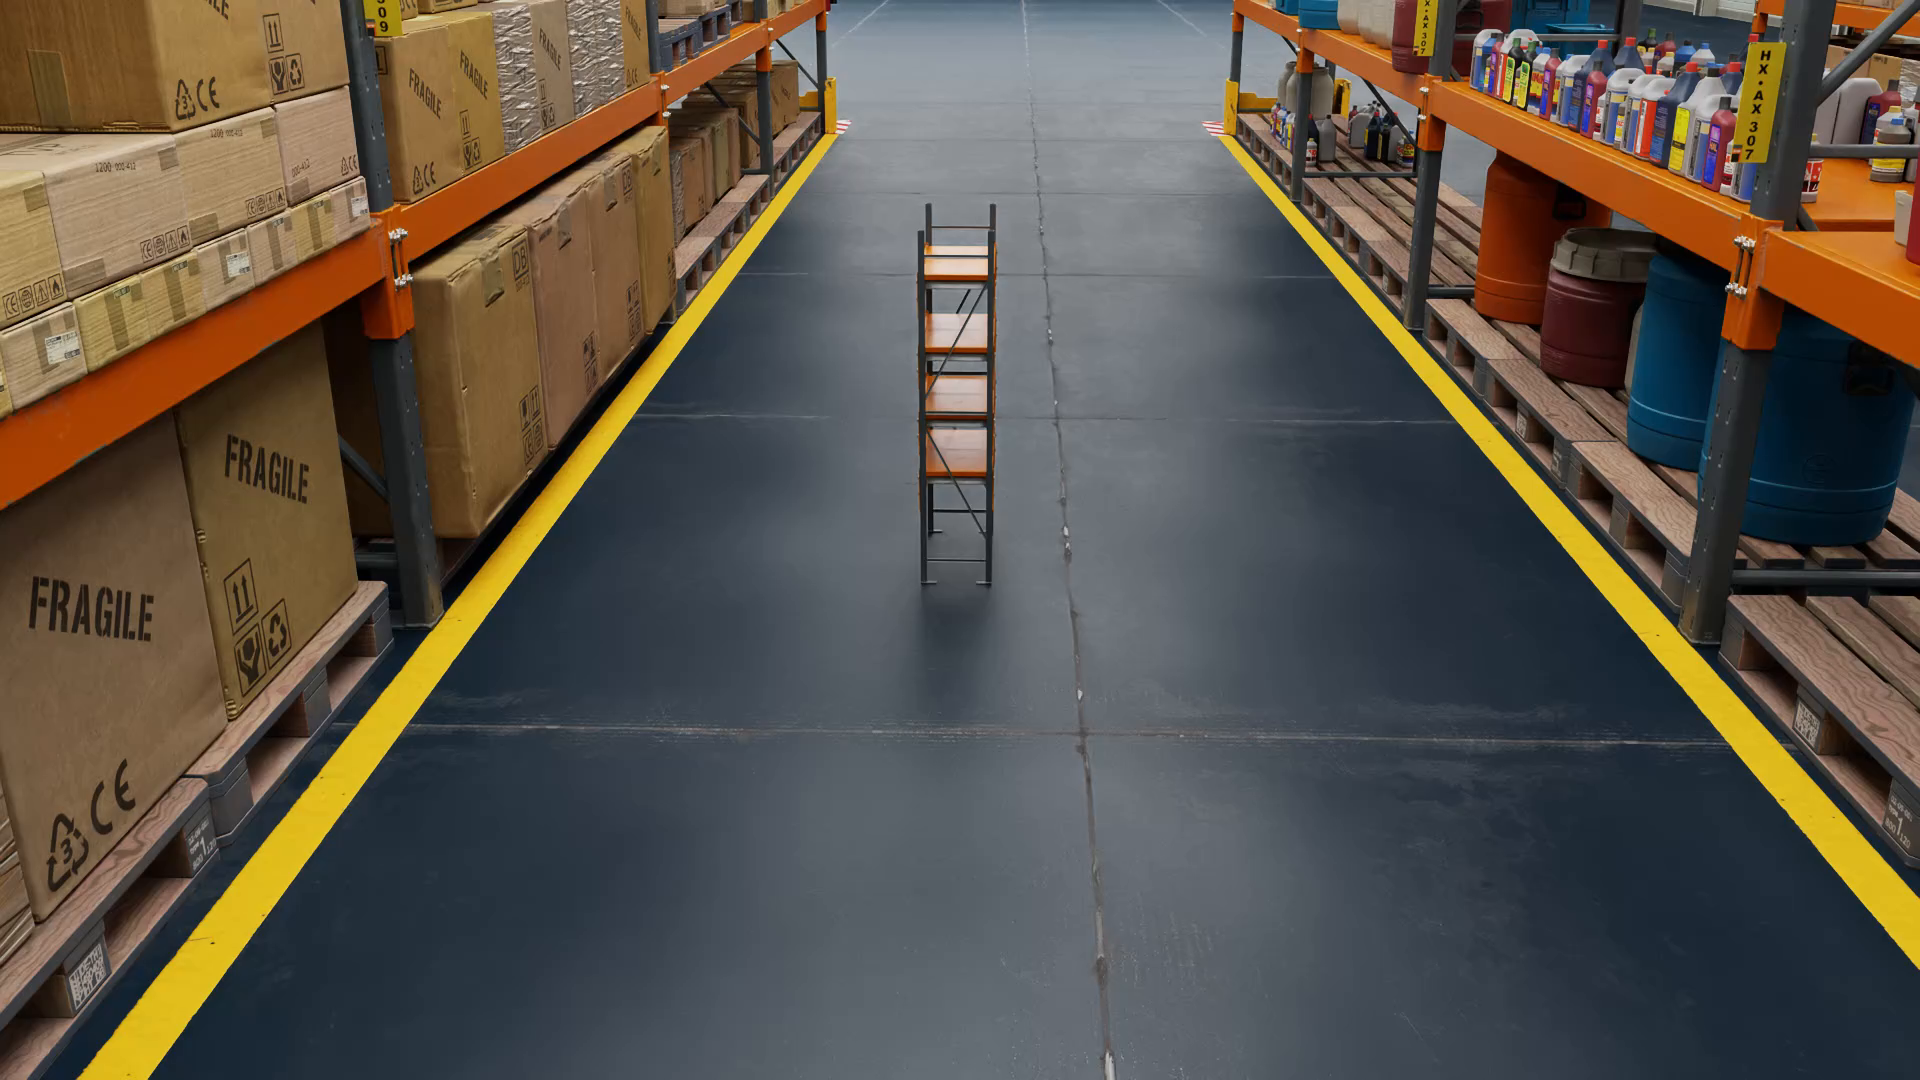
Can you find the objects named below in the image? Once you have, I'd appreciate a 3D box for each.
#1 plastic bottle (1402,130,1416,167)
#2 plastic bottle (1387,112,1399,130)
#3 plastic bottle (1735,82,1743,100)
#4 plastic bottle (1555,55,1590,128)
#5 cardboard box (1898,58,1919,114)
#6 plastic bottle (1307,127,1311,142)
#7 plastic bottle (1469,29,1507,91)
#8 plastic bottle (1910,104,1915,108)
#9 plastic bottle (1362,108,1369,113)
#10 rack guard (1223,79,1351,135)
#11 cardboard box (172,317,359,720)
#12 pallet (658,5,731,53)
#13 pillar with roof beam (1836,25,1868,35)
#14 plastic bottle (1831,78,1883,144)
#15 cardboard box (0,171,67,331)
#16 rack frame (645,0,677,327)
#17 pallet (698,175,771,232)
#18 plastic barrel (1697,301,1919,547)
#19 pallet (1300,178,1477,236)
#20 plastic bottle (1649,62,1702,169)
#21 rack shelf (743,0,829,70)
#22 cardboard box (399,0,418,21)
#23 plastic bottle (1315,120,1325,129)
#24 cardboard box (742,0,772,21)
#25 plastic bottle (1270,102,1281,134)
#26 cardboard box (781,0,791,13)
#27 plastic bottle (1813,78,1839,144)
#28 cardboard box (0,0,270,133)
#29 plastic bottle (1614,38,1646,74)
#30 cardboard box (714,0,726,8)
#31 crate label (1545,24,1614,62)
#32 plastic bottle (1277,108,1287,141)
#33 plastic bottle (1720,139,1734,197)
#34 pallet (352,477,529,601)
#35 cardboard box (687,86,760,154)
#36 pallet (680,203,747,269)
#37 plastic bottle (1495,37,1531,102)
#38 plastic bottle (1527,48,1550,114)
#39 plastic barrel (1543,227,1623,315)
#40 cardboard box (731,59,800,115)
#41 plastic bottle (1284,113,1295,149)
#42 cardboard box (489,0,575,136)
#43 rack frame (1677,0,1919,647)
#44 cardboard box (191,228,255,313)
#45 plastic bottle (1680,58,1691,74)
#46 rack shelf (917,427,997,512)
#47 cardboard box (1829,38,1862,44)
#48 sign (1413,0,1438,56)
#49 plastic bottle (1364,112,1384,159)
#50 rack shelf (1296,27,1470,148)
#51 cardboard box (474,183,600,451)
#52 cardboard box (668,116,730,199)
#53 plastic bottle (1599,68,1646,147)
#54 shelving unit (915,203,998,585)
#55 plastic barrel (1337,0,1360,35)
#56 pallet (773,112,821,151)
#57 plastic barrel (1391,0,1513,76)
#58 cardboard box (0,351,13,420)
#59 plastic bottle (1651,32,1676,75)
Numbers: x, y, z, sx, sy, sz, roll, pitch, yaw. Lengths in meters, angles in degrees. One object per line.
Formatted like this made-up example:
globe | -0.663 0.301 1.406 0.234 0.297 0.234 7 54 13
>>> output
plastic bottle | 3.468 -3.019 12.826 0.097 0.271 0.097 0 21 0
plastic bottle | 3.459 -3.233 13.267 0.144 0.351 0.185 1 21 3
plastic bottle | 2.622 -1.394 5.543 0.144 0.351 0.185 1 21 2
plastic bottle | 2.520 -1.817 6.736 0.152 0.276 0.135 1 21 2
cardboard box | 7.793 -3.534 13.173 0.500 0.500 0.500 1 21 2
plastic bottle | 2.705 -3.092 12.997 0.061 0.283 0.133 2 21 4
plastic bottle | 2.562 -2.318 8.028 0.152 0.276 0.135 1 21 2
plastic bottle | 3.213 -1.360 5.565 0.097 0.271 0.097 0 21 0
plastic bottle | 3.485 -3.547 14.181 0.152 0.276 0.135 0 21 0
rack guard | 3.186 -4.228 16.235 1.175 0.500 0.348 1 21 2
cardboard box | -2.274 -0.105 4.509 0.875 0.875 0.875 1 21 2
pallet | -2.033 -3.210 10.421 1.003 0.211 1.213 1 21 2
pillar with roof beam | 9.949 -12.233 25.116 9.100 9.000 0.400 1 21 2
plastic bottle | 3.200 -1.523 5.978 0.152 0.276 0.135 1 21 2
cardboard box | -1.973 -0.489 2.938 0.500 0.250 0.500 0 21 1
rack frame | -2.052 -2.583 8.540 1.000 3.000 0.127 1 21 2
pallet | -1.953 -2.448 12.047 1.003 0.211 1.213 1 21 2
plastic barrel | 2.810 -0.497 5.483 0.600 0.901 0.708 1 21 2
pallet | 3.035 -2.391 11.899 1.003 0.211 1.213 1 21 2
plastic bottle | 2.483 -1.462 5.720 0.144 0.351 0.185 1 21 2
rack shelf | -1.870 -4.417 14.262 1.077 0.370 4.000 1 21 2
cardboard box | -2.163 -1.883 5.209 0.797 0.503 0.637 0 21 0
plastic bottle | 2.906 -3.223 13.347 0.152 0.276 0.135 1 21 2
cardboard box | -1.624 -3.987 12.505 0.380 0.149 0.250 1 21 2
plastic bottle | 2.775 -3.703 14.588 0.097 0.271 0.097 0 21 0
cardboard box | -1.576 -4.348 13.436 0.380 0.149 0.250 1 21 2
plastic bottle | 3.048 -1.524 5.983 0.152 0.276 0.135 1 21 2
cardboard box | -1.940 -1.205 3.748 0.500 0.500 0.500 1 21 2
plastic bottle | 2.667 -1.841 6.695 0.144 0.351 0.185 1 21 2
cardboard box | -1.891 -3.646 10.555 0.797 0.503 0.637 3 21 7
crate label | 3.286 -2.599 8.812 0.303 0.233 0.416 1 21 2
plastic bottle | 2.761 -3.542 14.175 0.097 0.271 0.097 0 21 0
plastic bottle | 2.442 -1.178 5.194 0.097 0.201 0.097 0 21 0
pallet | -2.226 -0.117 6.039 1.003 0.211 1.213 1 21 2
cardboard box | -1.869 -3.412 13.550 0.500 0.500 0.500 8 22 19
pallet | -1.987 -2.006 10.907 1.003 0.211 1.213 1 21 2
plastic bottle | 2.548 -2.151 7.597 0.152 0.276 0.135 1 21 2
plastic bottle | 2.506 -1.975 7.151 0.097 0.271 0.097 0 21 0
plastic barrel | 2.973 -1.183 7.789 0.421 0.512 0.421 0 21 0
cardboard box | -1.845 -4.281 15.790 0.500 0.500 0.500 5 22 12
plastic bottle | 2.776 -3.391 13.780 0.152 0.276 0.135 1 21 3
cardboard box | -1.870 -1.897 6.633 0.500 0.500 0.500 1 21 3
rack frame | 2.777 -1.083 4.673 1.000 3.000 0.127 1 21 2
cardboard box | -1.879 -0.627 3.846 0.380 0.149 0.250 1 21 3
plastic bottle | 3.275 -2.055 7.453 0.097 0.201 0.097 0 21 0
rack shelf | -0.005 -0.252 5.754 0.258 0.148 0.480 1 21 2
cardboard box | 7.841 -4.257 15.037 0.500 0.500 0.500 1 21 2
sign | 2.348 -2.609 8.380 0.100 0.325 0.005 1 21 2
plastic bottle | 3.315 -3.234 13.272 0.144 0.351 0.185 1 21 2
rack shelf | 2.959 -2.917 10.394 1.077 0.370 4.000 1 21 2
cardboard box | -2.148 -0.897 6.551 1.225 0.875 0.875 0 21 0
cardboard box | -2.004 -2.675 11.625 0.700 0.500 0.500 1 21 1
plastic bottle | 2.503 -1.618 6.223 0.152 0.276 0.135 1 21 2
shelving unit | -0.005 -0.500 5.658 0.258 1.200 0.503 1 21 2
plastic barrel | 2.772 -3.695 11.218 0.433 0.535 0.433 0 21 0
pallet | -1.871 -3.855 15.673 1.003 0.211 1.213 1 21 2
plastic barrel | 2.610 -2.763 8.816 0.600 0.536 0.708 1 21 2
cardboard box | -1.910 -0.255 2.886 0.380 0.149 0.250 0 21 0
plastic bottle | 3.305 -2.240 7.817 0.061 0.283 0.133 1 21 2
